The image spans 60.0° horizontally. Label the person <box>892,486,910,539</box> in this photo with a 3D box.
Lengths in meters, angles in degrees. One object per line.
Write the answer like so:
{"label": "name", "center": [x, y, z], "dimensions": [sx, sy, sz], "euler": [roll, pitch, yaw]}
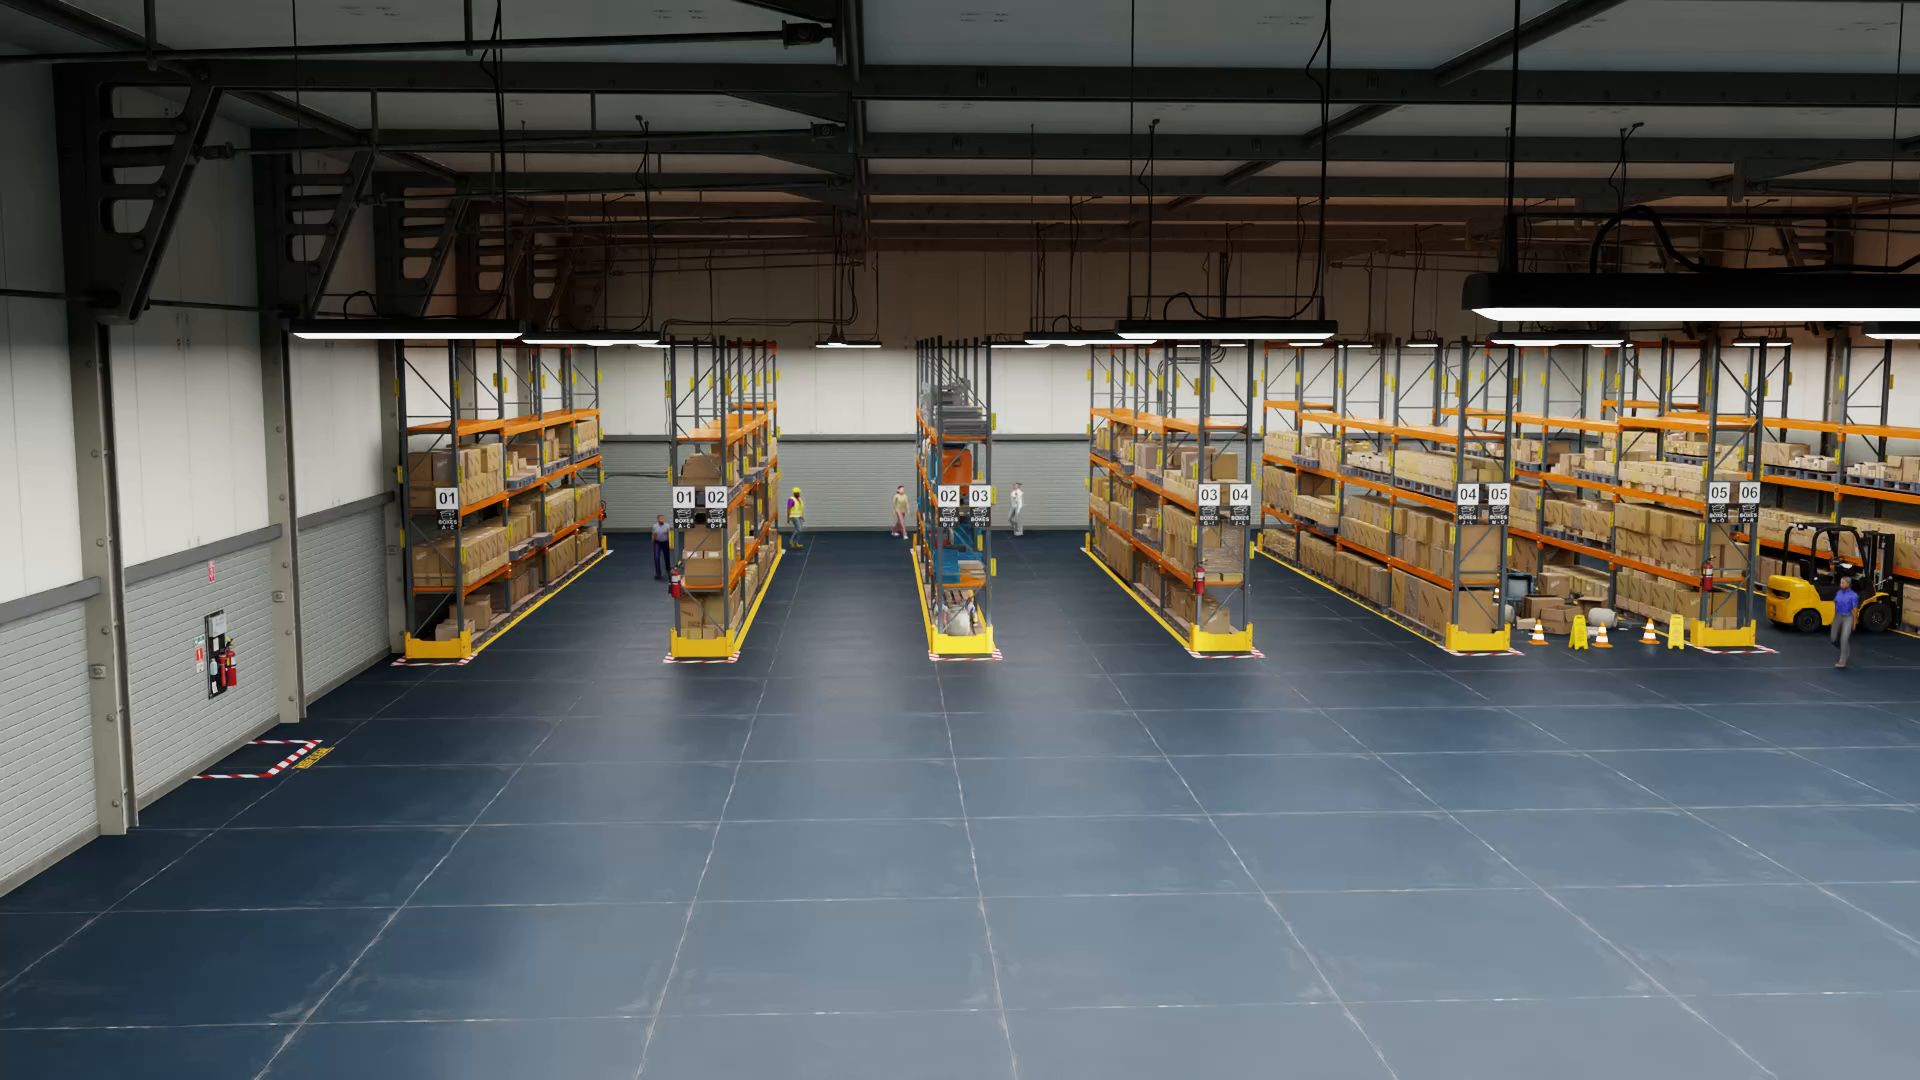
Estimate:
{"label": "person", "center": [-1.797, -0.851, 50.727], "dimensions": [0.454, 1.586, 1.105], "euler": [-5, 8, -37]}

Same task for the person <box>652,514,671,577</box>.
{"label": "person", "center": [-7.581, 0.113, 42.281], "dimensions": [0.483, 1.601, 0.857], "euler": [-1, 7, -5]}

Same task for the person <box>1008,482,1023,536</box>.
{"label": "person", "center": [1.736, -0.966, 51.543], "dimensions": [0.437, 1.705, 0.530], "euler": [-3, 7, -27]}

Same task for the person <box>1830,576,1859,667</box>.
{"label": "person", "center": [16.110, 1.464, 30.215], "dimensions": [0.681, 1.635, 0.443], "euler": [-5, 8, -36]}

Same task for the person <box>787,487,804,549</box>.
{"label": "person", "center": [-4.722, -0.638, 48.201], "dimensions": [0.423, 1.777, 0.635], "euler": [2, 7, 20]}
